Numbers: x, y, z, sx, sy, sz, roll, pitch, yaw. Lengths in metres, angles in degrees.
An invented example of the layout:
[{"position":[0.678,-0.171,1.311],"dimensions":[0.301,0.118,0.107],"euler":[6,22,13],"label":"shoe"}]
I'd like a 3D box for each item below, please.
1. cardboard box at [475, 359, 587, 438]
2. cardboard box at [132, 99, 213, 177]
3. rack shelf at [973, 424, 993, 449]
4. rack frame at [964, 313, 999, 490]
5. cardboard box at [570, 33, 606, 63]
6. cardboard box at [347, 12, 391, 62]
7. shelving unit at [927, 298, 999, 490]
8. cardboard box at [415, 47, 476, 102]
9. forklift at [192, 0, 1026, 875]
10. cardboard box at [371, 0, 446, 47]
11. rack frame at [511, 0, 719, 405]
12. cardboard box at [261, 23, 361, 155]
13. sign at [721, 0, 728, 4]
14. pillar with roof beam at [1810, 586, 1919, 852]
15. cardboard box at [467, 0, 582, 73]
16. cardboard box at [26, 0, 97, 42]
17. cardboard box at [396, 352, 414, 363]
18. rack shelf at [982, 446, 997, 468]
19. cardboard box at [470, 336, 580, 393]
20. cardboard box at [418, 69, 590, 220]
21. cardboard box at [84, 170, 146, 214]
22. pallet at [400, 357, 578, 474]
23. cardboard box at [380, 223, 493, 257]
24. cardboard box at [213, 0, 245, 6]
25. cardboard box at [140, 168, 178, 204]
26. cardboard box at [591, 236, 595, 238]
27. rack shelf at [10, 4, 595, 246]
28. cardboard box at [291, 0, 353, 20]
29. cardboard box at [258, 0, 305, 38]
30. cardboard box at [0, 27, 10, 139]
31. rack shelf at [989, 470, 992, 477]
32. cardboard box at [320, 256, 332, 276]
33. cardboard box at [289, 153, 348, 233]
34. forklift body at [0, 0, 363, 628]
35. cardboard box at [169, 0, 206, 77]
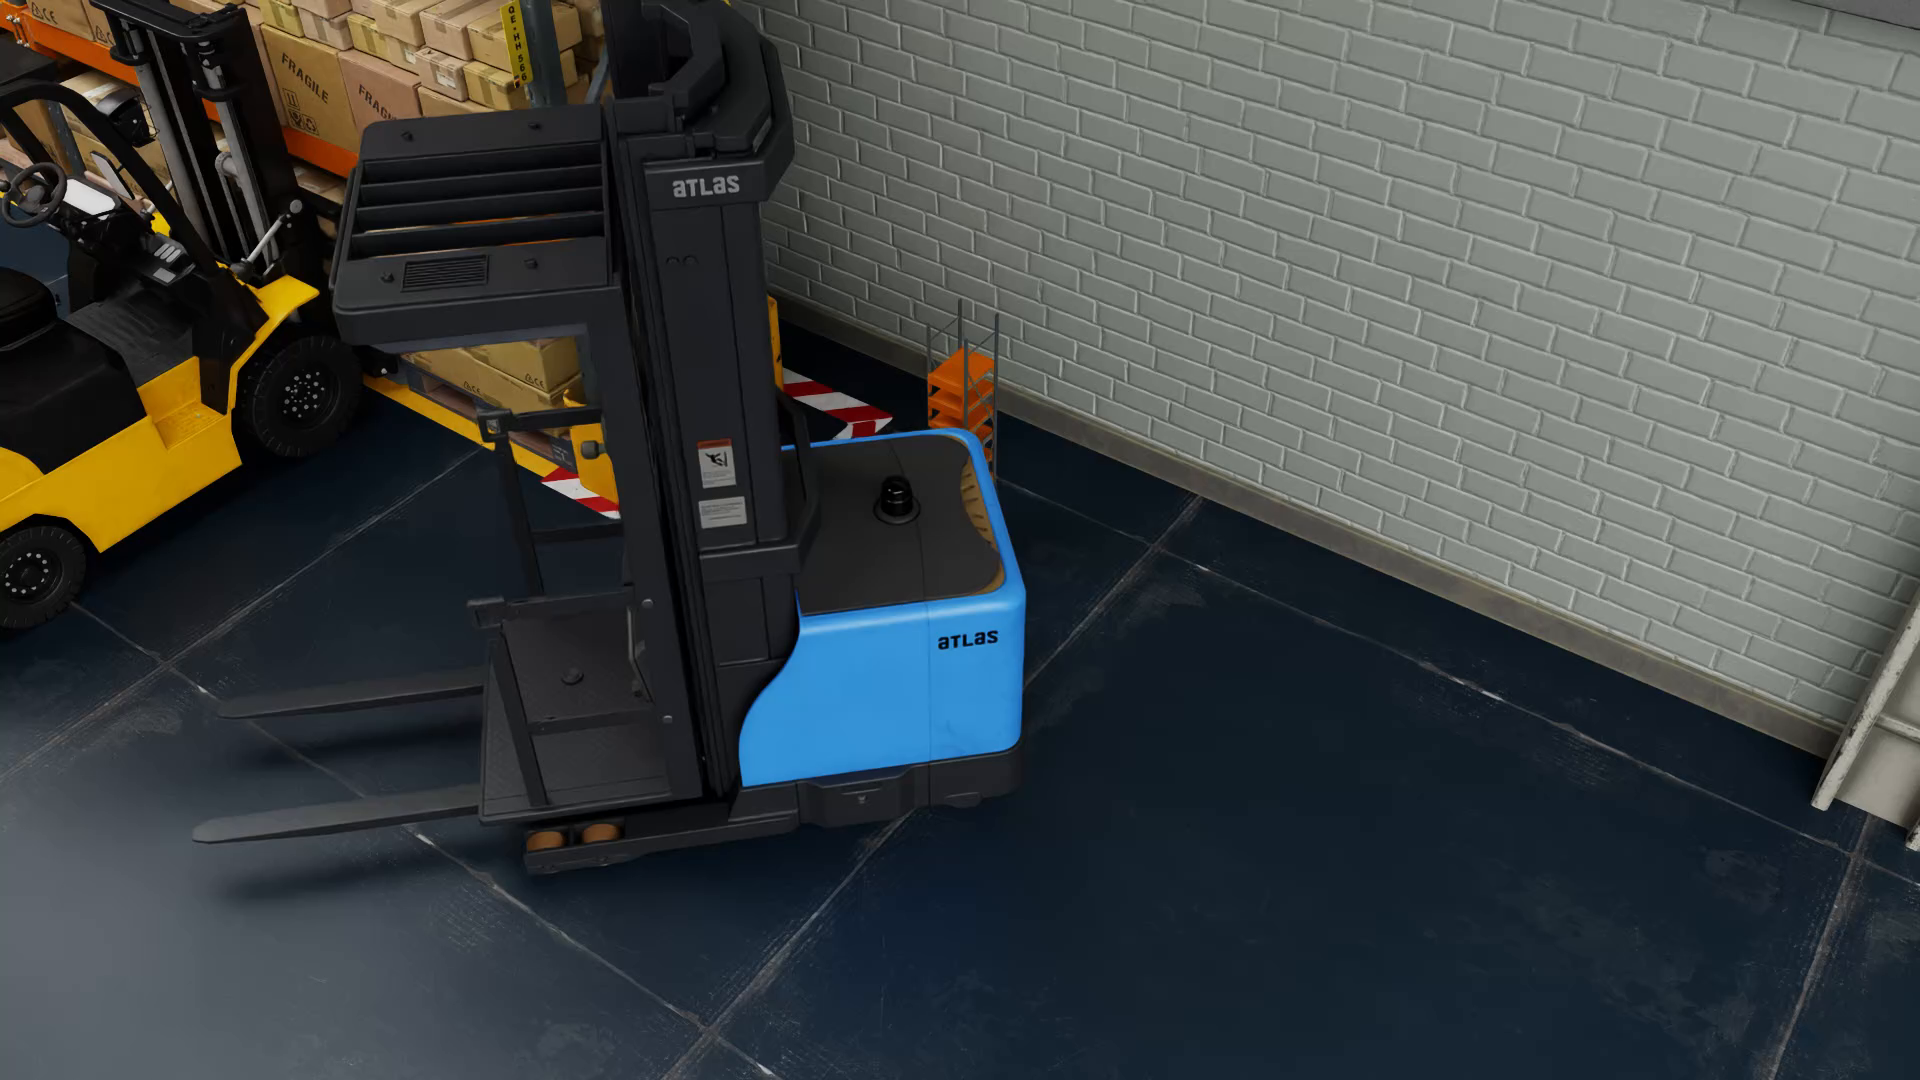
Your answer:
[{"position":[-1.920,-0.791,7.880],"dimensions":[0.500,0.250,0.500],"euler":[25,48,26],"label":"cardboard box"},{"position":[-4.000,-2.130,8.626],"dimensions":[0.500,0.250,0.500],"euler":[25,48,25],"label":"cardboard box"},{"position":[0.012,-0.408,7.122],"dimensions":[0.180,0.103,0.258],"euler":[25,48,25],"label":"rack shelf"},{"position":[0.087,-0.407,7.053],"dimensions":[0.006,1.200,0.240],"euler":[25,48,25],"label":"rack frame"},{"position":[-1.483,-2.202,7.148],"dimensions":[0.250,0.149,0.380],"euler":[24,47,24],"label":"cardboard box"},{"position":[-2.399,-2.226,7.175],"dimensions":[0.250,0.149,0.380],"euler":[25,47,25],"label":"cardboard box"},{"position":[0.012,-0.442,7.092],"dimensions":[0.189,1.200,0.258],"euler":[25,48,25],"label":"shelving unit"},{"position":[-2.025,-1.992,6.914],"dimensions":[0.250,0.149,0.380],"euler":[26,48,26],"label":"cardboard box"},{"position":[-1.325,-0.247,5.576],"dimensions":[3.031,2.935,1.130],"euler":[-7,42,-8],"label":"forklift"},{"position":[-2.218,-2.226,6.952],"dimensions":[0.250,0.149,0.380],"euler":[26,48,26],"label":"cardboard box"},{"position":[-1.354,-1.652,7.095],"dimensions":[0.127,3.000,1.000],"euler":[25,48,25],"label":"rack frame"},{"position":[-2.747,-2.134,7.558],"dimensions":[0.500,0.500,0.500],"euler":[24,47,25],"label":"cardboard box"},{"position":[-1.031,-2.304,7.116],"dimensions":[0.005,0.325,0.100],"euler":[25,48,25],"label":"sign"},{"position":[1.034,0.002,0.748],"dimensions":[0.400,9.000,9.100],"euler":[25,48,25],"label":"pillar with roof beam"},{"position":[-1.769,-2.063,6.770],"dimensions":[0.250,0.149,0.380],"euler":[25,48,25],"label":"cardboard box"},{"position":[-4.416,-2.908,8.424],"dimensions":[0.500,0.500,0.500],"euler":[24,47,24],"label":"cardboard box"},{"position":[-2.727,-1.183,8.318],"dimensions":[0.500,0.250,0.500],"euler":[26,48,26],"label":"cardboard box"},{"position":[0.012,-0.319,7.202],"dimensions":[0.180,0.103,0.258],"euler":[25,48,25],"label":"rack shelf"},{"position":[-1.932,-0.985,7.722],"dimensions":[0.500,0.250,0.500],"euler":[24,47,25],"label":"cardboard box"},{"position":[-1.908,-1.734,7.112],"dimensions":[0.500,0.500,0.500],"euler":[24,47,24],"label":"cardboard box"},{"position":[-4.423,-1.949,9.174],"dimensions":[0.500,0.250,0.500],"euler":[26,48,26],"label":"cardboard box"},{"position":[-2.004,-0.882,8.326],"dimensions":[1.213,0.211,1.003],"euler":[25,48,25],"label":"pallet"},{"position":[-2.332,-1.354,7.760],"dimensions":[0.500,0.250,0.500],"euler":[26,48,26],"label":"cardboard box"},{"position":[-3.265,-2.594,7.586],"dimensions":[0.250,0.149,0.380],"euler":[24,47,25],"label":"cardboard box"},{"position":[-3.997,-1.956,8.807],"dimensions":[0.500,0.250,0.500],"euler":[25,47,25],"label":"cardboard box"},{"position":[-1.639,-1.443,7.859],"dimensions":[0.500,0.250,0.500],"euler":[24,47,25],"label":"cardboard box"},{"position":[-2.992,-2.149,8.190],"dimensions":[4.000,0.370,1.077],"euler":[25,48,25],"label":"rack shelf"},{"position":[-2.656,-2.401,7.148],"dimensions":[0.250,0.149,0.380],"euler":[26,48,26],"label":"cardboard box"},{"position":[-2.863,-2.388,7.356],"dimensions":[0.250,0.149,0.380],"euler":[25,48,26],"label":"cardboard box"},{"position":[-5.694,-2.950,10.011],"dimensions":[0.625,0.625,0.875],"euler":[25,47,25],"label":"cardboard box"},{"position":[0.012,-0.230,7.282],"dimensions":[0.180,0.103,0.258],"euler":[25,48,25],"label":"rack shelf"},{"position":[-2.772,-1.369,8.152],"dimensions":[0.500,0.250,0.500],"euler":[24,47,24],"label":"cardboard box"},{"position":[-3.161,-1.740,8.191],"dimensions":[0.500,0.250,0.500],"euler":[24,47,25],"label":"cardboard box"},{"position":[-3.954,-1.065,7.076],"dimensions":[1.214,2.155,2.313],"euler":[25,48,25],"label":"forklift body"},{"position":[-3.565,-2.524,7.995],"dimensions":[0.500,0.500,0.500],"euler":[25,47,25],"label":"cardboard box"}]
